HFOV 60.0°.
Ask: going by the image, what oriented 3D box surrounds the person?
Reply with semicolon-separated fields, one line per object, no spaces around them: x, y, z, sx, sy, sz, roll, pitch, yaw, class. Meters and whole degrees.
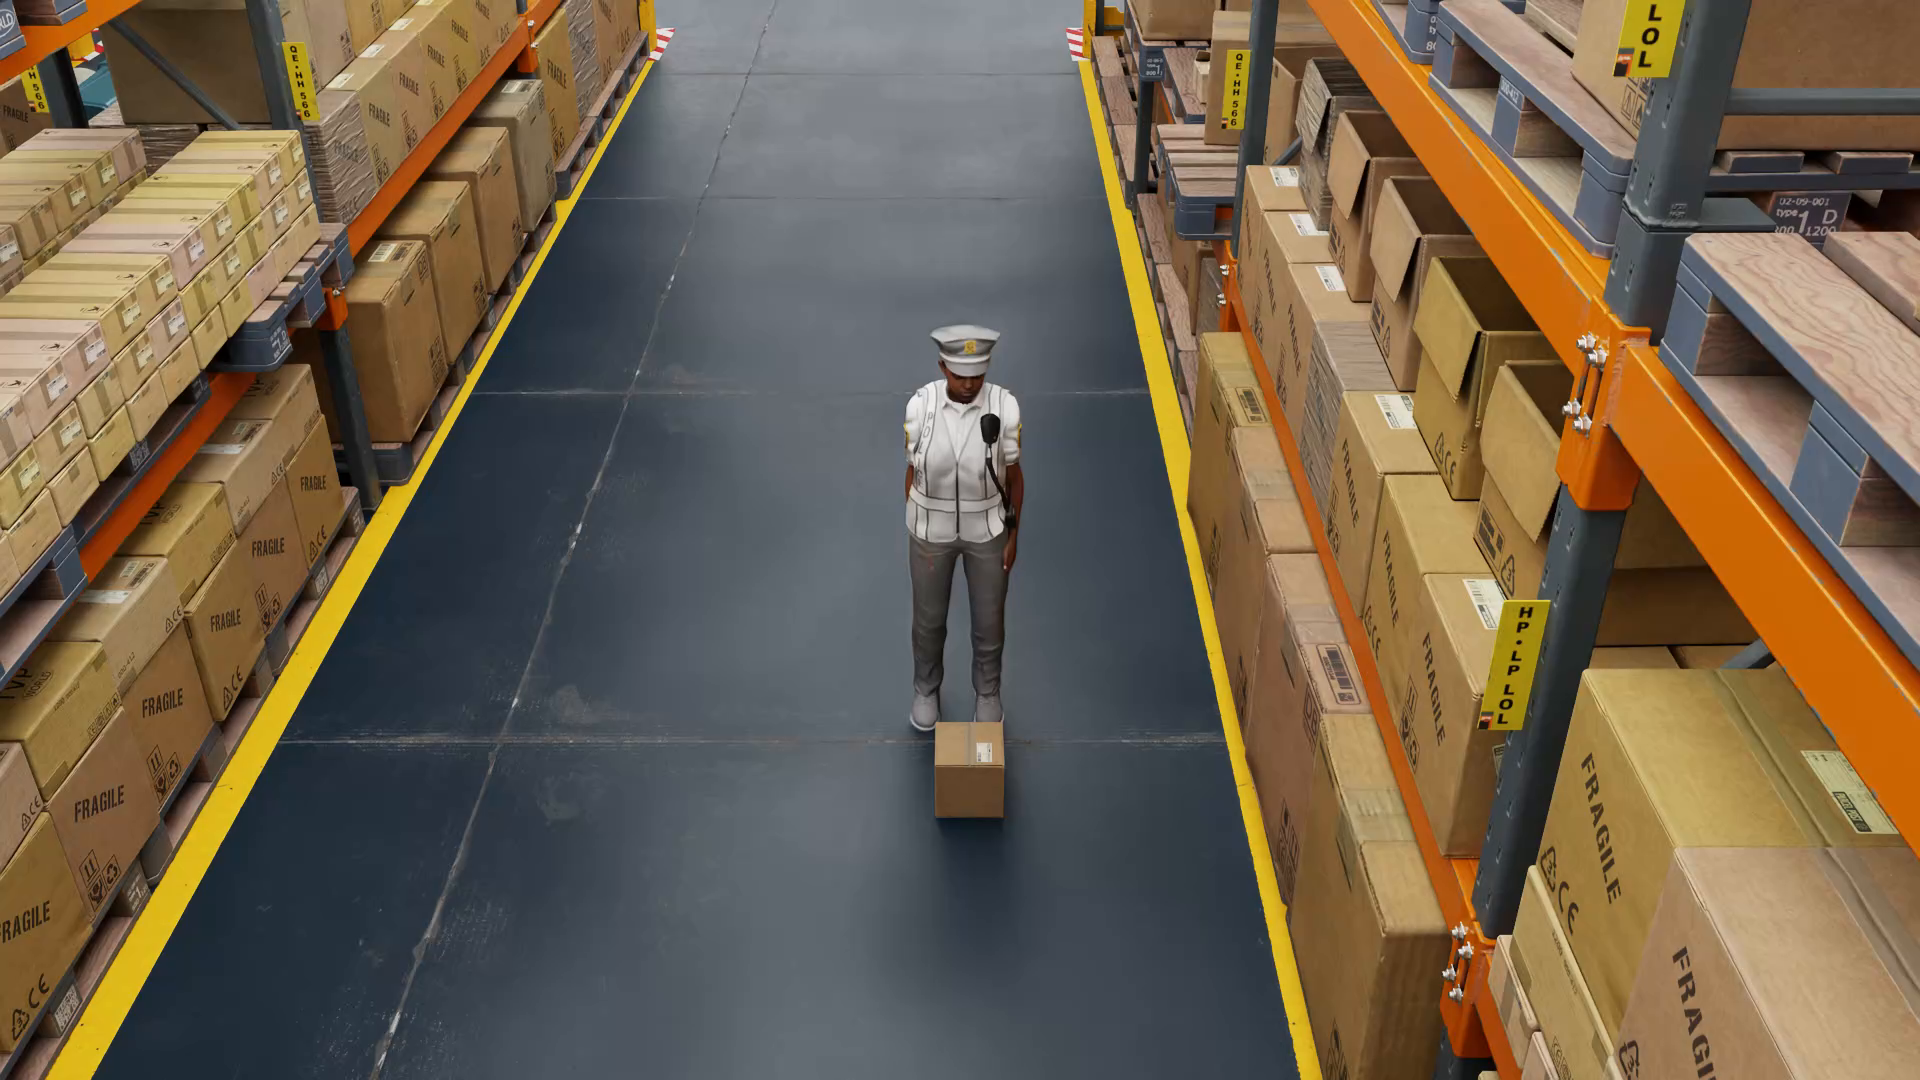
0.014;-0.022;6.171;0.437;1.672;0.341;1;32;1;person
